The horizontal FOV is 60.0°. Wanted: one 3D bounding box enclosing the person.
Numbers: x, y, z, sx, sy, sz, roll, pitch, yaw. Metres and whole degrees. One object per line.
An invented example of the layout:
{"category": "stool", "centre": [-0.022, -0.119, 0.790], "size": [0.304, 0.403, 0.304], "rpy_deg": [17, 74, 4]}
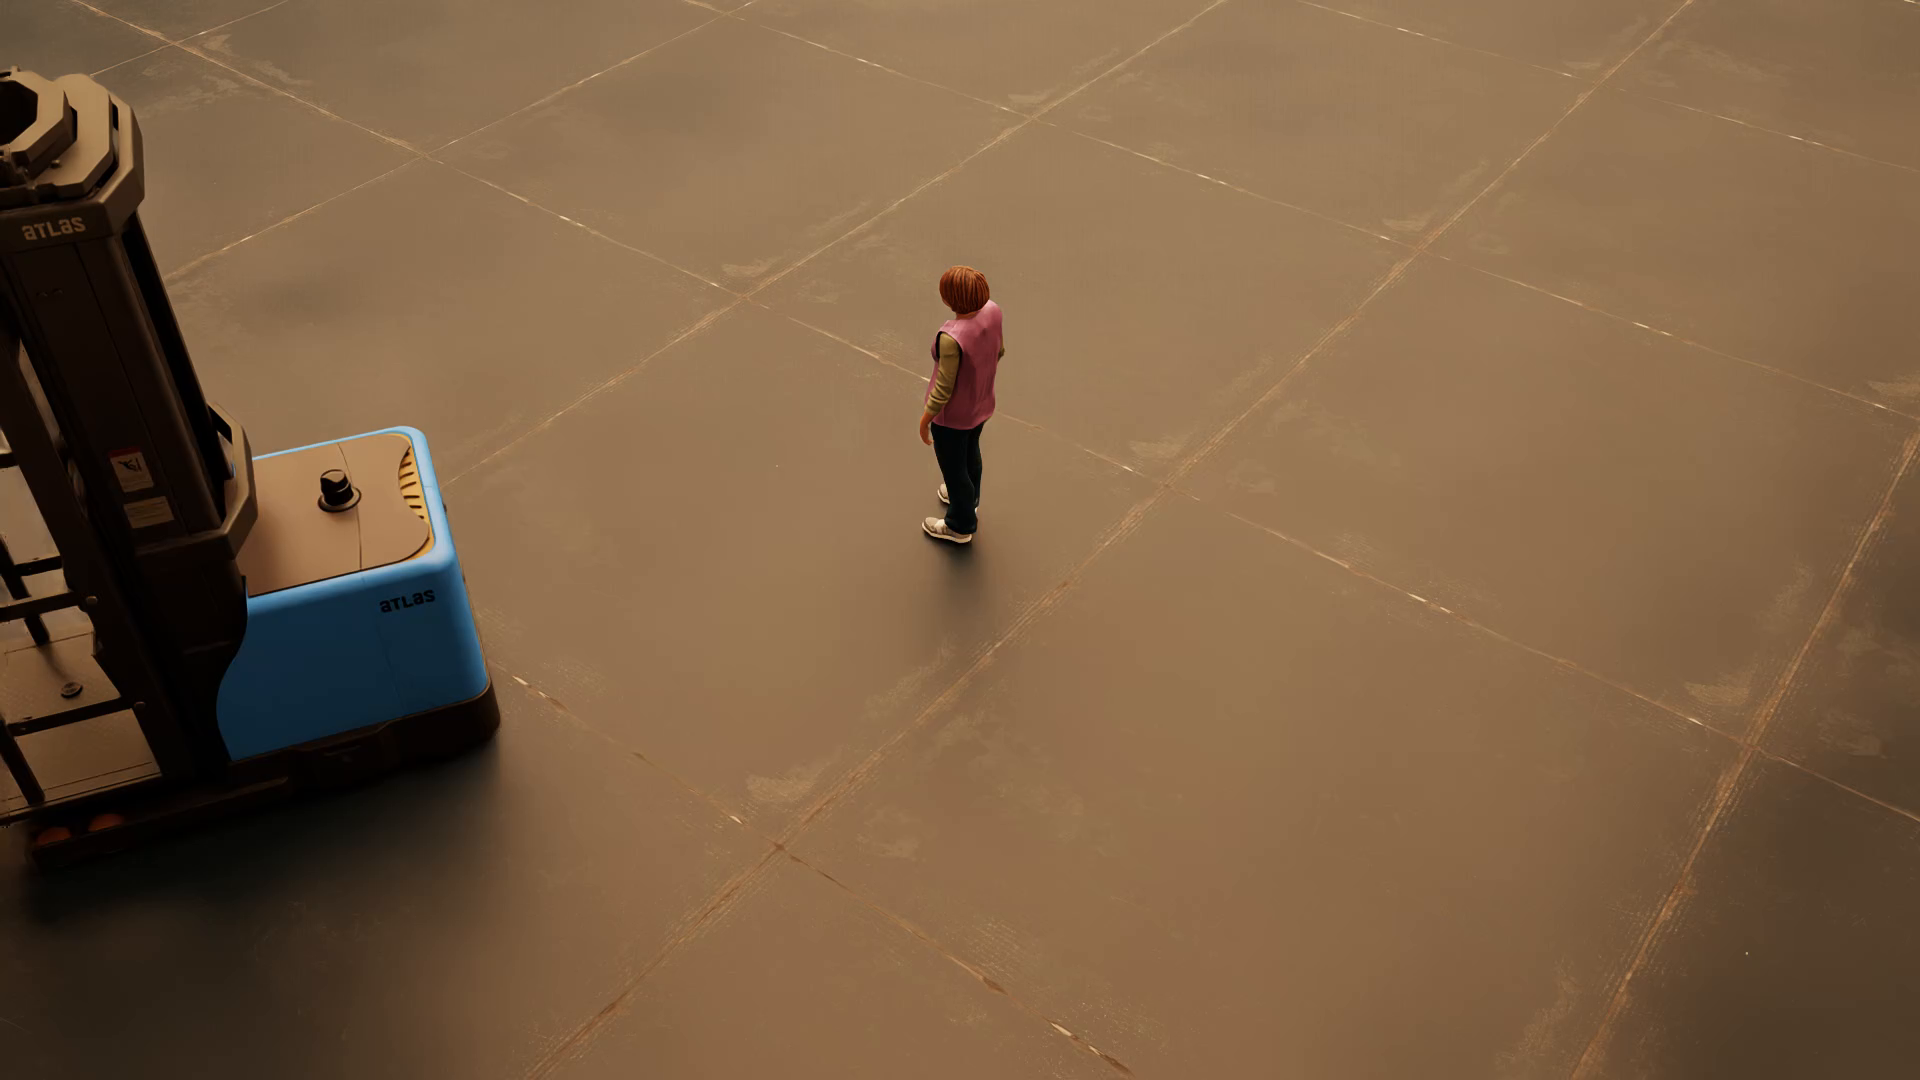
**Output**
{"category": "person", "centre": [-0.051, -0.649, 7.854], "size": [0.473, 1.599, 0.521], "rpy_deg": [26, 47, 28]}

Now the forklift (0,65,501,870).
{"category": "forklift", "centre": [-3.584, -0.175, 6.279], "size": [3.031, 2.935, 1.130], "rpy_deg": [-14, 43, -16]}
